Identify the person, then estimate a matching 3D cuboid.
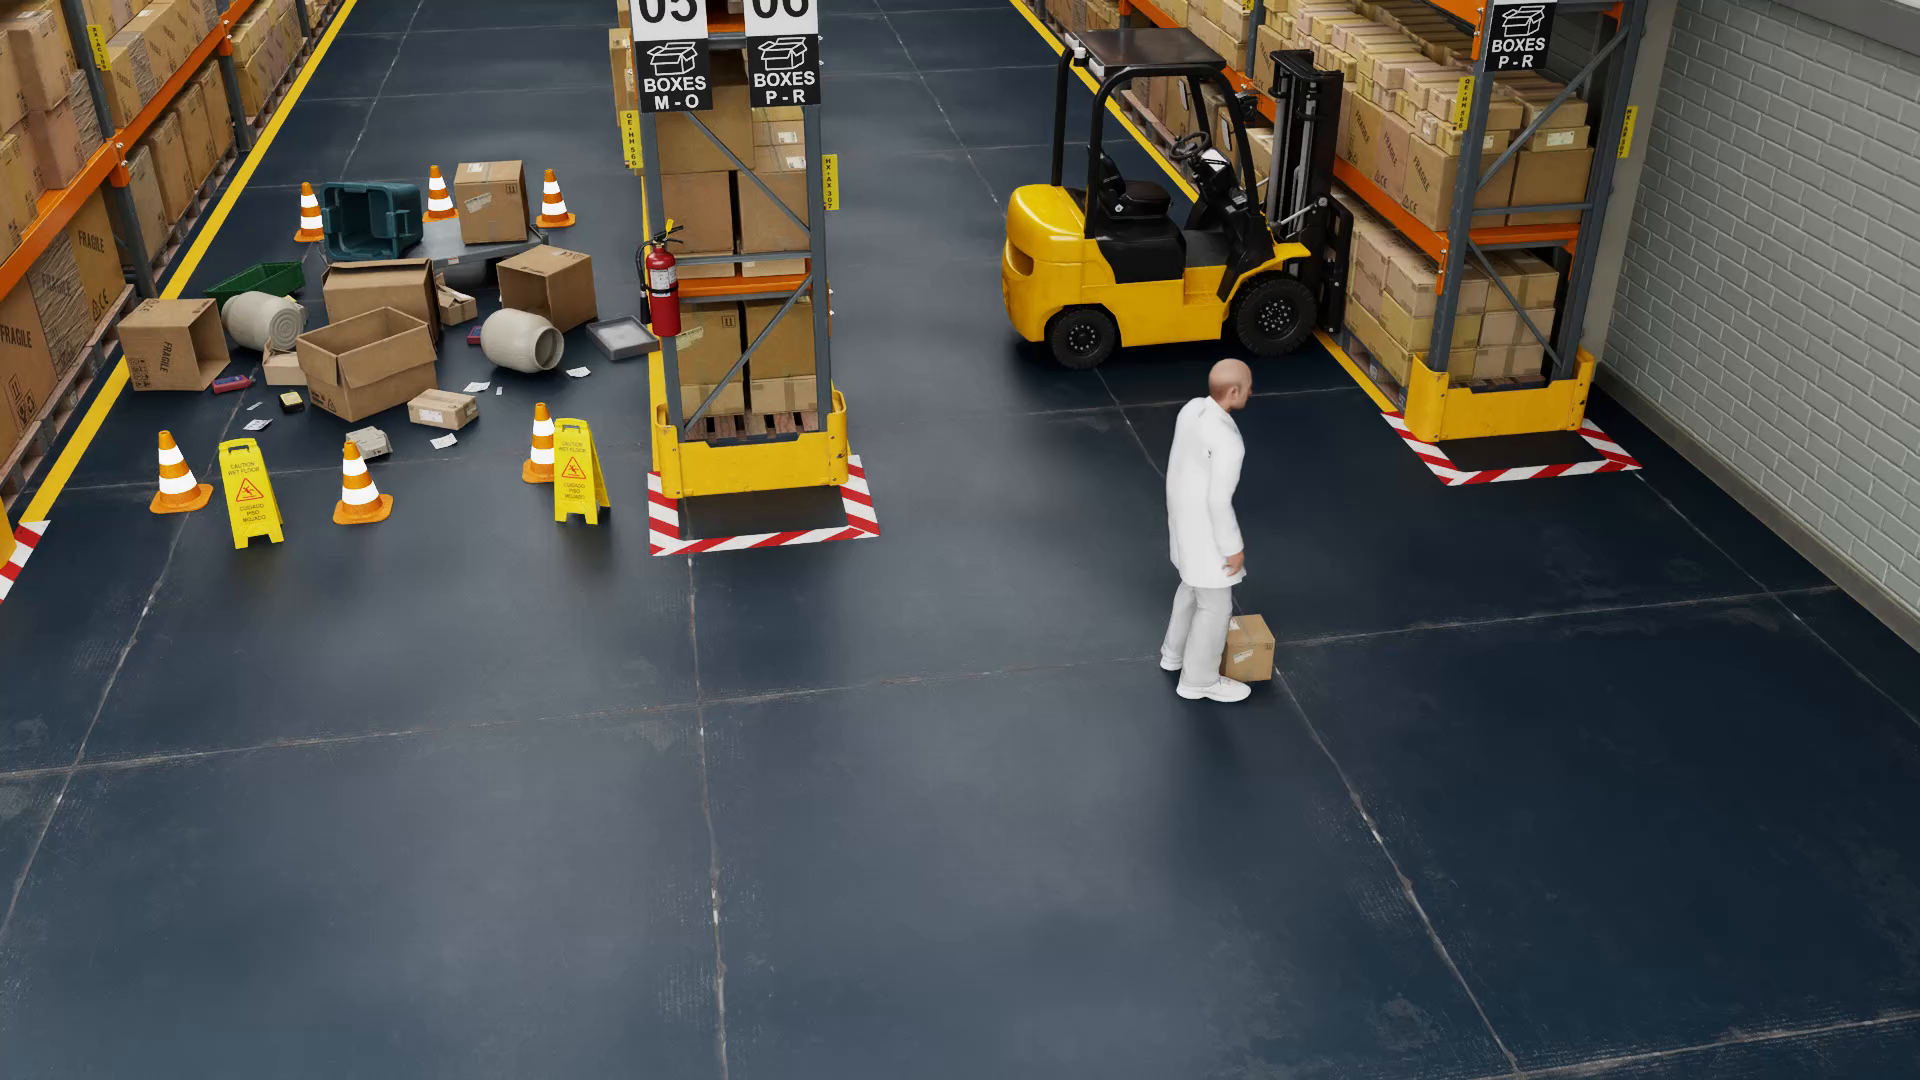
[{"bbox_3d":[1.234,-0.067,8.271,0.415,1.774,0.654,-6,31,-10],"label":"person"}]
